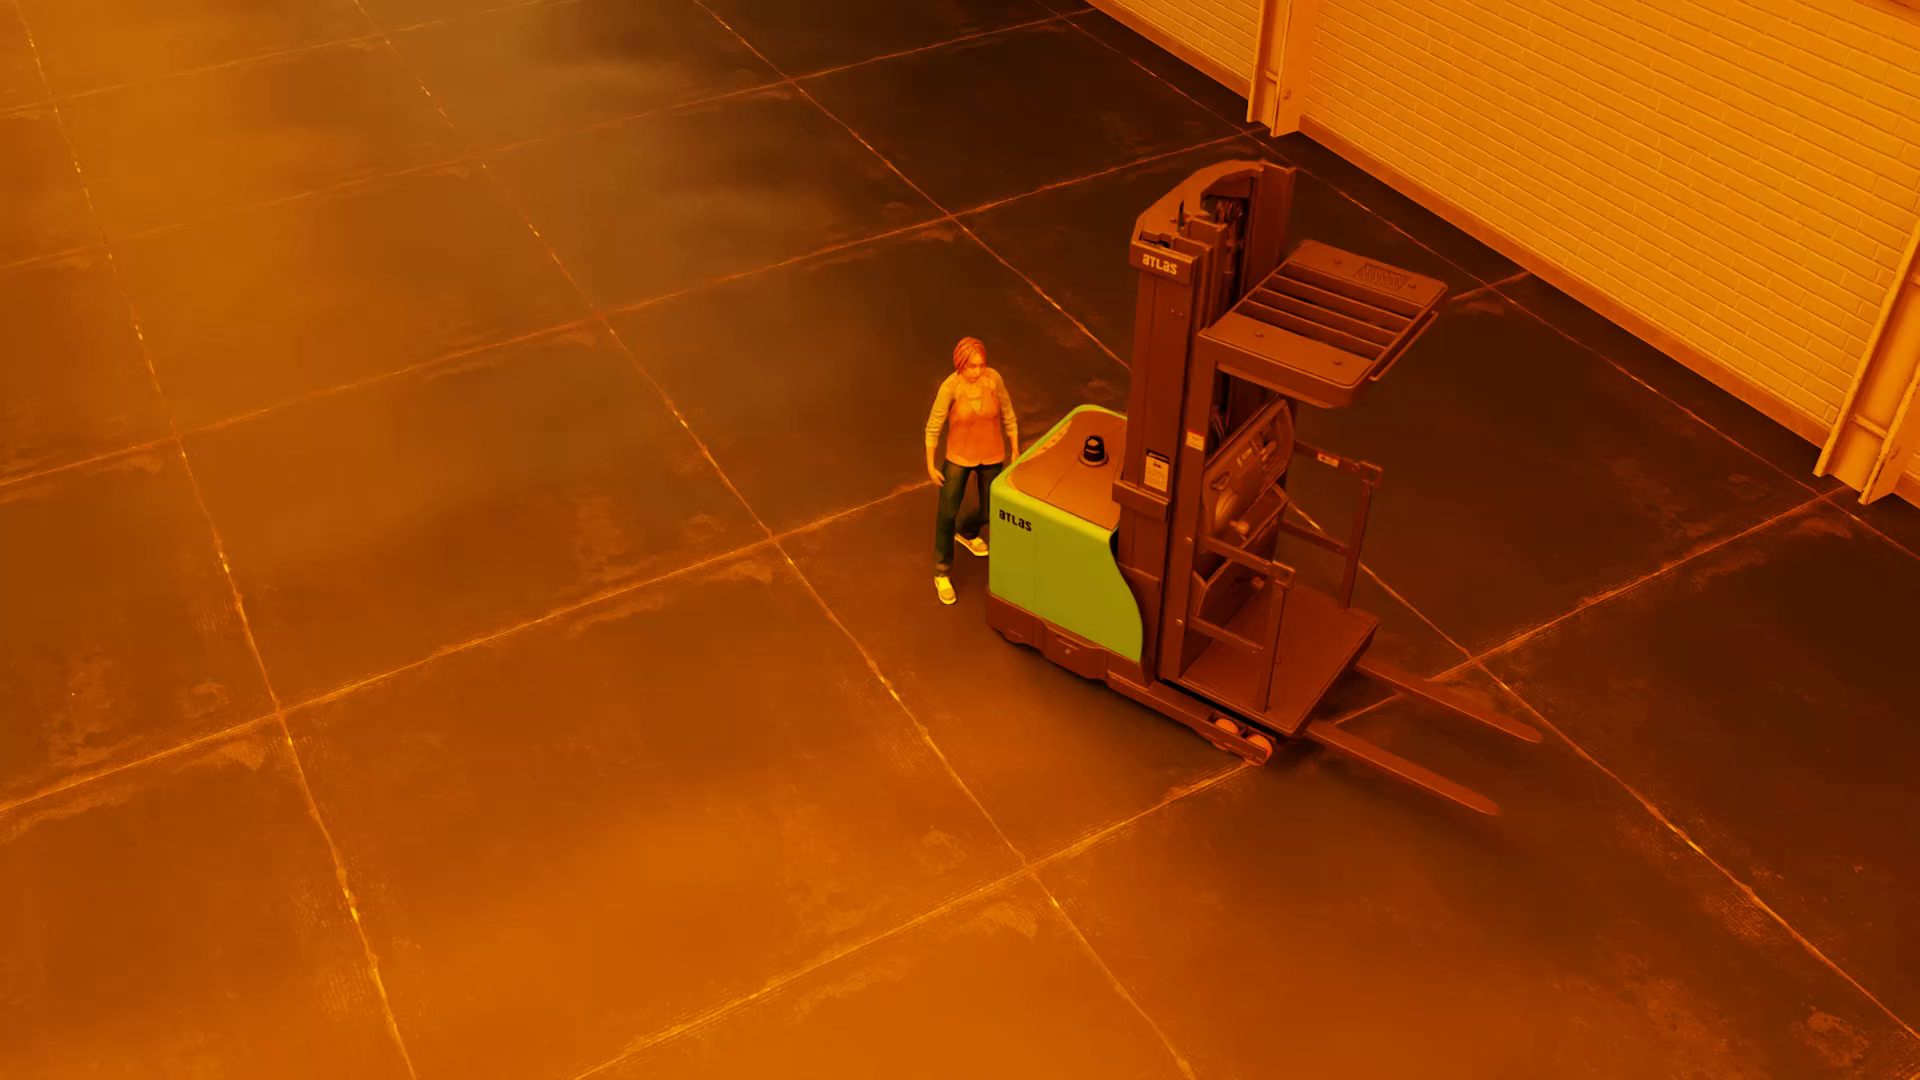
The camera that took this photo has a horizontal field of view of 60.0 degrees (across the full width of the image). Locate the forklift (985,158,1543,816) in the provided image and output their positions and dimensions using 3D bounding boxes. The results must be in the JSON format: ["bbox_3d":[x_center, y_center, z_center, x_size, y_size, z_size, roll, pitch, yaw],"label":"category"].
[{"bbox_3d":[1.642,-0.314,8.414,3.031,2.935,1.130,25,46,27],"label":"forklift"}]

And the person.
[{"bbox_3d":[0.093,-0.414,9.621,0.575,1.533,0.597,-9,41,-11],"label":"person"}]
